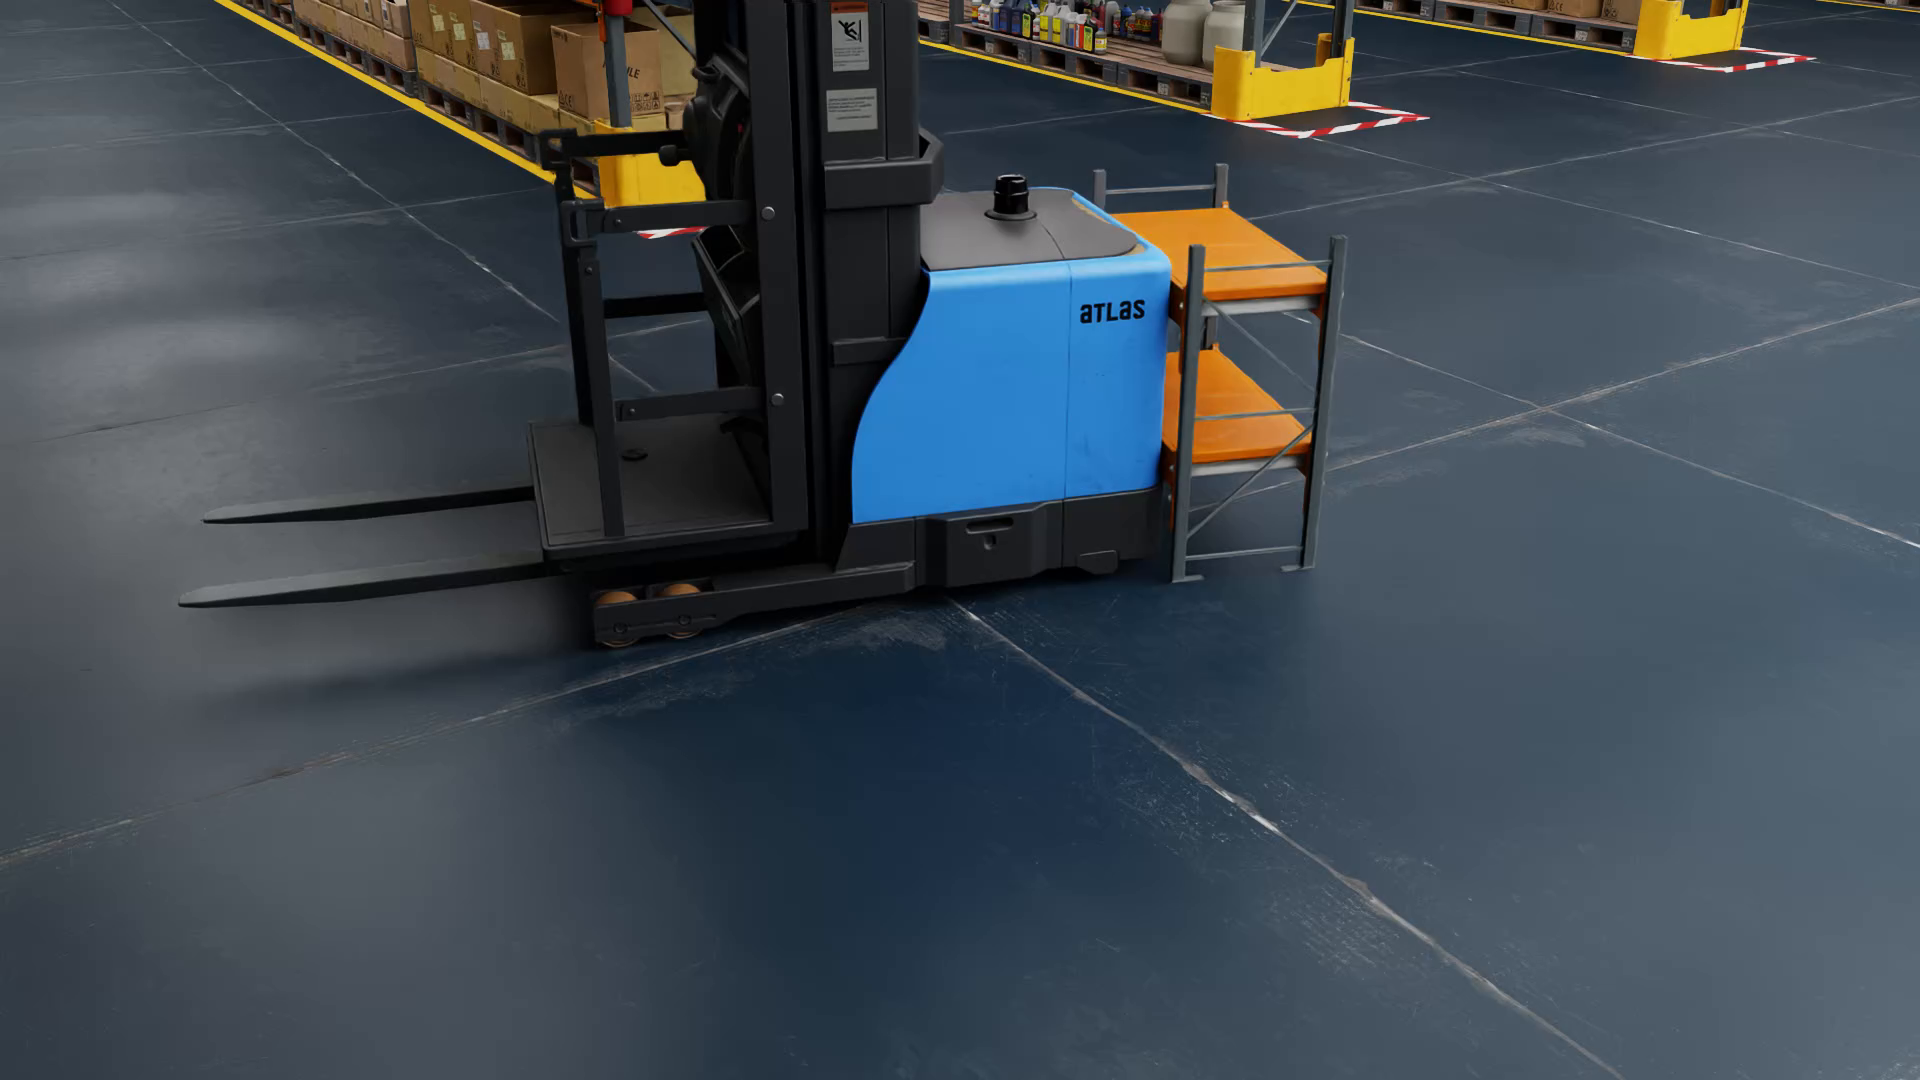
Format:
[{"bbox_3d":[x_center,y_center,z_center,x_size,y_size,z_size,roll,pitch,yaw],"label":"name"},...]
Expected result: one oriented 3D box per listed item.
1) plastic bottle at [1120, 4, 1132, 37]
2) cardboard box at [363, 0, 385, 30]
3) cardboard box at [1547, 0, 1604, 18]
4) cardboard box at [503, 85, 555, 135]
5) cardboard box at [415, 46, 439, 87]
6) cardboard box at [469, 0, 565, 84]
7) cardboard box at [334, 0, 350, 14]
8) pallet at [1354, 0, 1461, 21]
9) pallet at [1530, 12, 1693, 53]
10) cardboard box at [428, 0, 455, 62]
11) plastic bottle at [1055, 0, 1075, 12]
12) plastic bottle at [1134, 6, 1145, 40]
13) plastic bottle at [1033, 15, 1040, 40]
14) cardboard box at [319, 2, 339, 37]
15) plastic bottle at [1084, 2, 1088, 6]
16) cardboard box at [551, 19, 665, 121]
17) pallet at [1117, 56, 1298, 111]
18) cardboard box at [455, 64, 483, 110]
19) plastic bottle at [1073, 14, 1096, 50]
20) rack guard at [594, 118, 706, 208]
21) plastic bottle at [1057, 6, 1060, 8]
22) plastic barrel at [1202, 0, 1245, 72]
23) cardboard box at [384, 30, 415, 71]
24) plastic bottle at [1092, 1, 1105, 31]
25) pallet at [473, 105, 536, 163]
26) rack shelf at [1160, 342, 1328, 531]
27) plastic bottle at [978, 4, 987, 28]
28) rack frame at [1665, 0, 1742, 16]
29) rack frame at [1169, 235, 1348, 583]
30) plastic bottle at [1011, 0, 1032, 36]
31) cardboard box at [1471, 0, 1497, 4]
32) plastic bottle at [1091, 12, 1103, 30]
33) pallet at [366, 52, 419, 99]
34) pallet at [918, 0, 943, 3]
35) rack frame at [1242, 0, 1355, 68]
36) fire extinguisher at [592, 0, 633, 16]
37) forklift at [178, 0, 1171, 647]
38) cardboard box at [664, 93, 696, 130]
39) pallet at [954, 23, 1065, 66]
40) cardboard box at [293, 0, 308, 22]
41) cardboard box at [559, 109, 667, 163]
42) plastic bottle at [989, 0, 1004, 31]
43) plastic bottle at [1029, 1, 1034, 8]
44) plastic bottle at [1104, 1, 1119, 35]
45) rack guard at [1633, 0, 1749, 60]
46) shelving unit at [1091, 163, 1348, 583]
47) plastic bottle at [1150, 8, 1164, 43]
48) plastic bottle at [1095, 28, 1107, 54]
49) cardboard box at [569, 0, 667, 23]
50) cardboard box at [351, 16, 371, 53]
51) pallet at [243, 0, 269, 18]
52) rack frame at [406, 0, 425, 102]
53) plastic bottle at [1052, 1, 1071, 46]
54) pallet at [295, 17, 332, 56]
[{"bbox_3d":[1.452,-4.553,14.561,0.097,0.271,0.097,0,25,0],"label":"plastic bottle"},{"bbox_3d":[-4.554,-4.376,13.578,0.500,0.311,0.500,-15,29,-28],"label":"cardboard box"},{"bbox_3d":[6.001,-5.283,15.862,0.500,0.500,0.500,-8,26,-16],"label":"cardboard box"},{"bbox_3d":[-2.717,-2.907,11.122,0.500,0.250,0.500,-16,29,-30],"label":"cardboard box"},{"bbox_3d":[-3.804,-3.623,12.641,0.500,0.250,0.500,-16,29,-30],"label":"cardboard box"},{"bbox_3d":[-2.992,-3.424,11.340,0.500,0.500,0.500,-16,29,-30],"label":"cardboard box"},{"bbox_3d":[-5.095,-4.736,14.340,0.500,0.311,0.500,-16,30,-30],"label":"cardboard box"},{"bbox_3d":[4.895,-5.728,17.636,1.003,0.211,1.213,-16,29,-30],"label":"pallet"},{"bbox_3d":[6.227,-4.855,15.787,1.003,0.211,1.213,-16,29,-30],"label":"pallet"},{"bbox_3d":[-3.533,-3.783,12.101,0.500,0.500,0.500,-16,29,-30],"label":"cardboard box"},{"bbox_3d":[0.936,-4.758,14.991,0.152,0.276,0.135,-16,29,-30],"label":"plastic bottle"},{"bbox_3d":[1.562,-4.480,14.408,0.097,0.271,0.097,0,25,0],"label":"plastic bottle"},{"bbox_3d":[0.680,-4.440,14.405,0.097,0.201,0.097,0,25,0],"label":"plastic bottle"},{"bbox_3d":[-5.383,-4.671,14.859,0.500,0.250,0.500,-16,30,-31],"label":"cardboard box"},{"bbox_3d":[1.171,-4.757,14.979,0.061,0.283,0.133,-13,28,-26],"label":"plastic bottle"},{"bbox_3d":[-2.162,-2.891,10.210,0.500,0.500,0.500,-16,29,-30],"label":"cardboard box"},{"bbox_3d":[2.013,-3.683,13.304,1.003,0.211,1.213,-16,29,-30],"label":"pallet"},{"bbox_3d":[-3.267,-3.263,11.878,0.500,0.250,0.500,-16,29,-30],"label":"cardboard box"},{"bbox_3d":[1.048,-4.254,13.923,0.152,0.276,0.135,-15,29,-29],"label":"plastic bottle"},{"bbox_3d":[-1.606,-2.344,10.129,1.175,0.500,0.348,-16,29,-30],"label":"rack guard"},{"bbox_3d":[0.888,-4.472,14.385,0.152,0.276,0.135,-16,29,-30],"label":"plastic bottle"},{"bbox_3d":[2.109,-3.918,12.958,0.421,0.512,0.421,0,25,0],"label":"plastic barrel"},{"bbox_3d":[-4.272,-3.941,13.313,0.500,0.250,0.500,-16,30,-30],"label":"cardboard box"},{"bbox_3d":[1.220,-4.606,14.659,0.061,0.283,0.133,-16,29,-30],"label":"plastic bottle"},{"bbox_3d":[-2.734,-2.921,11.691,1.003,0.211,1.213,-16,29,-30],"label":"pallet"},{"bbox_3d":[0.826,-0.387,5.824,0.538,0.278,1.000,-5,26,-11],"label":"rack shelf"},{"bbox_3d":[0.211,-4.747,15.055,0.097,0.201,0.097,0,25,0],"label":"plastic bottle"},{"bbox_3d":[6.682,-5.790,14.501,1.000,3.000,0.127,-16,29,-30],"label":"rack frame"},{"bbox_3d":[0.935,-0.396,5.271,0.500,1.125,0.032,-5,26,-11],"label":"rack frame"},{"bbox_3d":[0.545,-4.614,14.599,0.144,0.351,0.185,-17,30,-32],"label":"plastic bottle"},{"bbox_3d":[5.407,-5.721,16.791,0.500,0.500,0.500,-19,31,-34],"label":"cardboard box"},{"bbox_3d":[1.137,-4.283,13.975,0.061,0.283,0.133,-16,29,-30],"label":"plastic bottle"},{"bbox_3d":[-4.238,-3.907,13.778,1.003,0.211,1.213,-16,29,-30],"label":"pallet"},{"bbox_3d":[-0.782,-5.514,17.183,1.003,0.211,1.213,-16,29,-30],"label":"pallet"},{"bbox_3d":[2.533,-4.636,12.056,1.000,3.000,0.127,-16,29,-30],"label":"rack frame"},{"bbox_3d":[-1.944,-3.297,9.311,0.296,0.674,0.183,-16,29,-30],"label":"fire extinguisher"},{"bbox_3d":[-0.908,-1.250,4.965,3.031,2.935,1.130,-7,26,-14],"label":"forklift"},{"bbox_3d":[-1.726,-2.673,10.627,0.500,0.250,0.500,-16,29,-30],"label":"cardboard box"},{"bbox_3d":[0.681,-4.555,15.153,1.003,0.211,1.213,-16,29,-30],"label":"pallet"},{"bbox_3d":[-5.947,-5.035,15.630,0.500,0.250,0.500,-16,29,-30],"label":"cardboard box"},{"bbox_3d":[-2.160,-2.552,10.371,0.500,0.250,0.500,-16,29,-30],"label":"cardboard box"},{"bbox_3d":[0.355,-4.708,14.885,0.152,0.276,0.135,-14,29,-28],"label":"plastic bottle"},{"bbox_3d":[0.622,-4.622,14.709,0.097,0.271,0.097,0,25,0],"label":"plastic bottle"},{"bbox_3d":[1.309,-4.627,14.713,0.152,0.276,0.135,-15,29,-29],"label":"plastic bottle"},{"bbox_3d":[6.641,-4.687,15.092,1.175,0.500,0.348,-16,29,-30],"label":"rack guard"},{"bbox_3d":[0.826,-0.608,5.720,0.538,1.125,1.048,-5,26,-11],"label":"shelving unit"},{"bbox_3d":[1.696,-4.413,14.250,0.061,0.283,0.133,-15,29,-29],"label":"plastic bottle"},{"bbox_3d":[1.163,-4.124,13.735,0.097,0.201,0.097,0,25,0],"label":"plastic bottle"},{"bbox_3d":[-2.284,-3.366,11.217,0.500,0.500,0.500,-16,29,-30],"label":"cardboard box"},{"bbox_3d":[-4.827,-4.305,14.084,0.500,0.250,0.500,-15,29,-28],"label":"cardboard box"},{"bbox_3d":[-7.025,-5.795,17.778,1.003,0.211,1.213,-16,29,-30],"label":"pallet"},{"bbox_3d":[-3.803,-4.913,12.644,1.000,3.000,0.127,-16,29,-30],"label":"rack frame"},{"bbox_3d":[0.879,-4.396,14.136,0.144,0.351,0.185,-14,29,-27],"label":"plastic bottle"},{"bbox_3d":[-5.570,-4.780,15.627,1.003,0.211,1.213,-16,29,-30],"label":"pallet"}]
